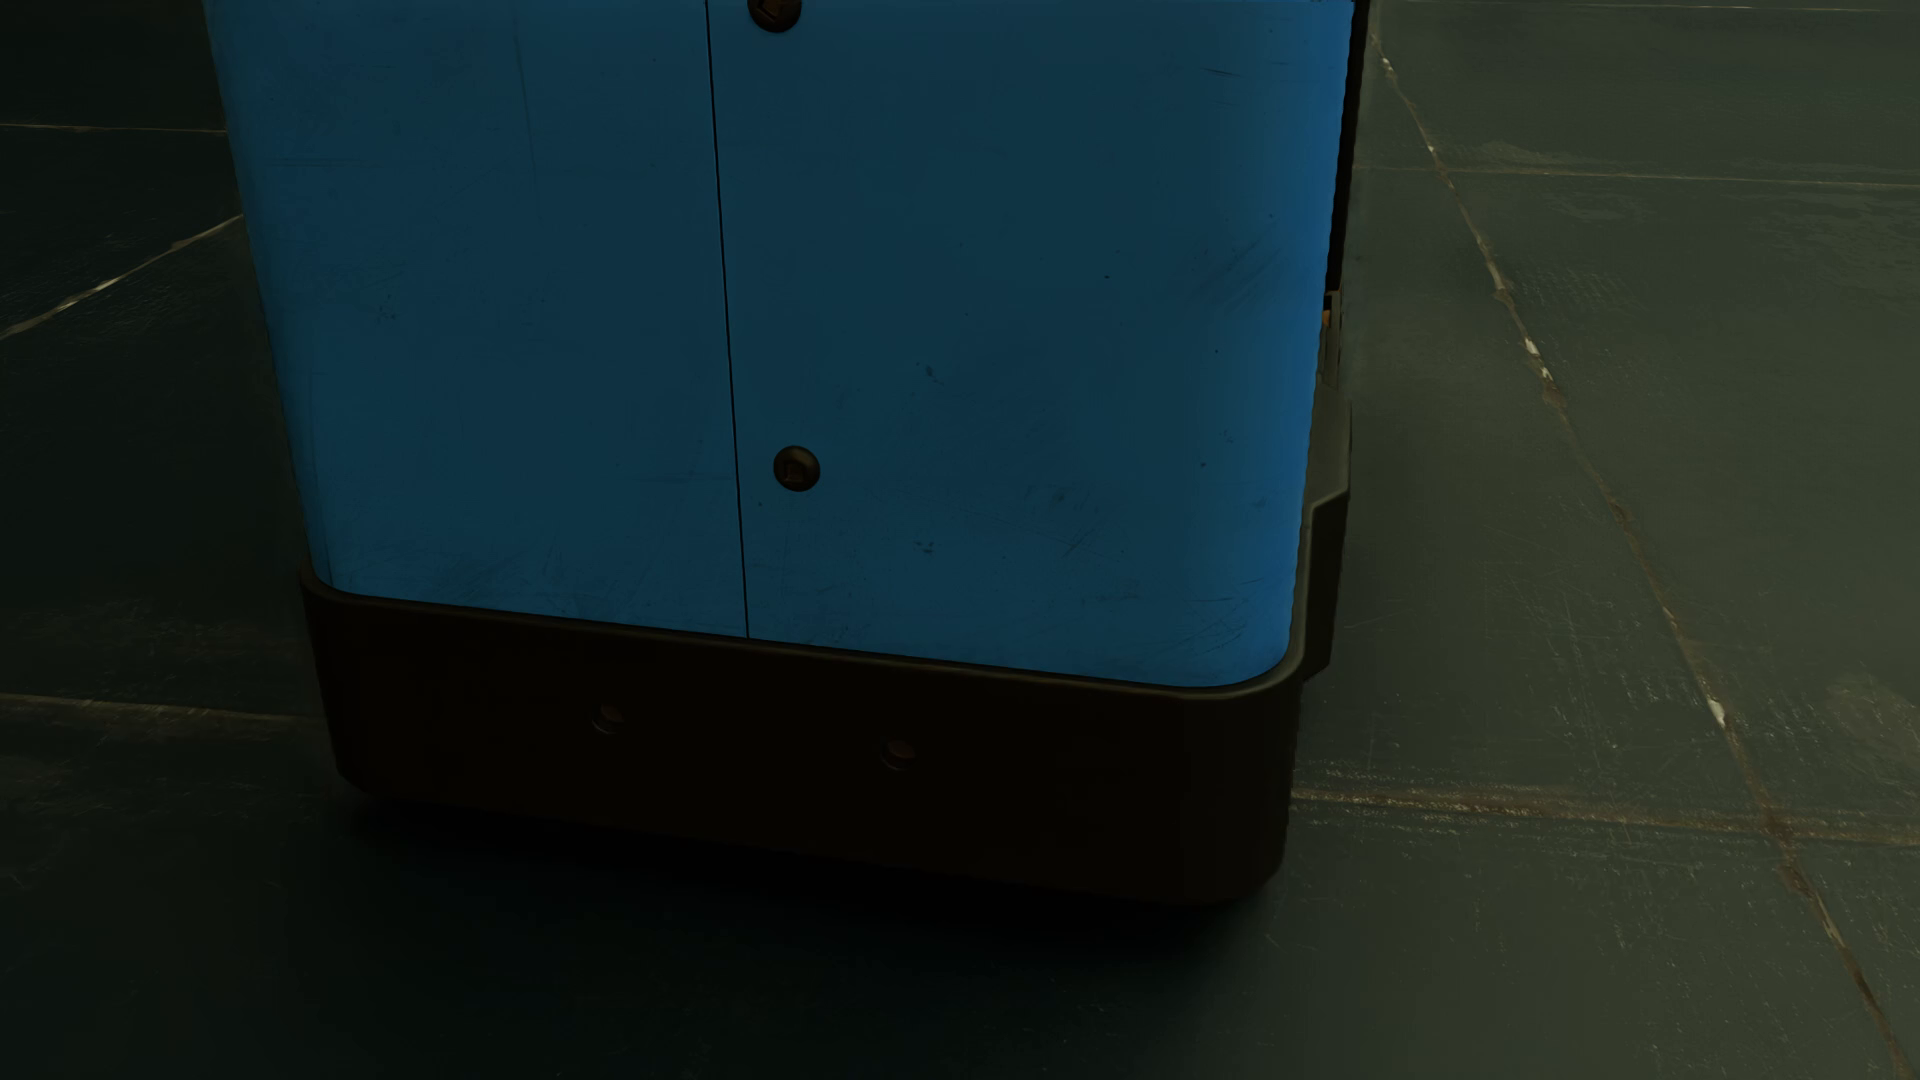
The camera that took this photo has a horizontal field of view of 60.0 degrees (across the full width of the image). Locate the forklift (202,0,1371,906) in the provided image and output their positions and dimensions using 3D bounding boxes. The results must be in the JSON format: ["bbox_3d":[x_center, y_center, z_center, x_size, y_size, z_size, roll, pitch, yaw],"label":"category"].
[{"bbox_3d":[0.118,-1.591,2.406,1.130,2.935,3.031,6,27,11],"label":"forklift"}]
